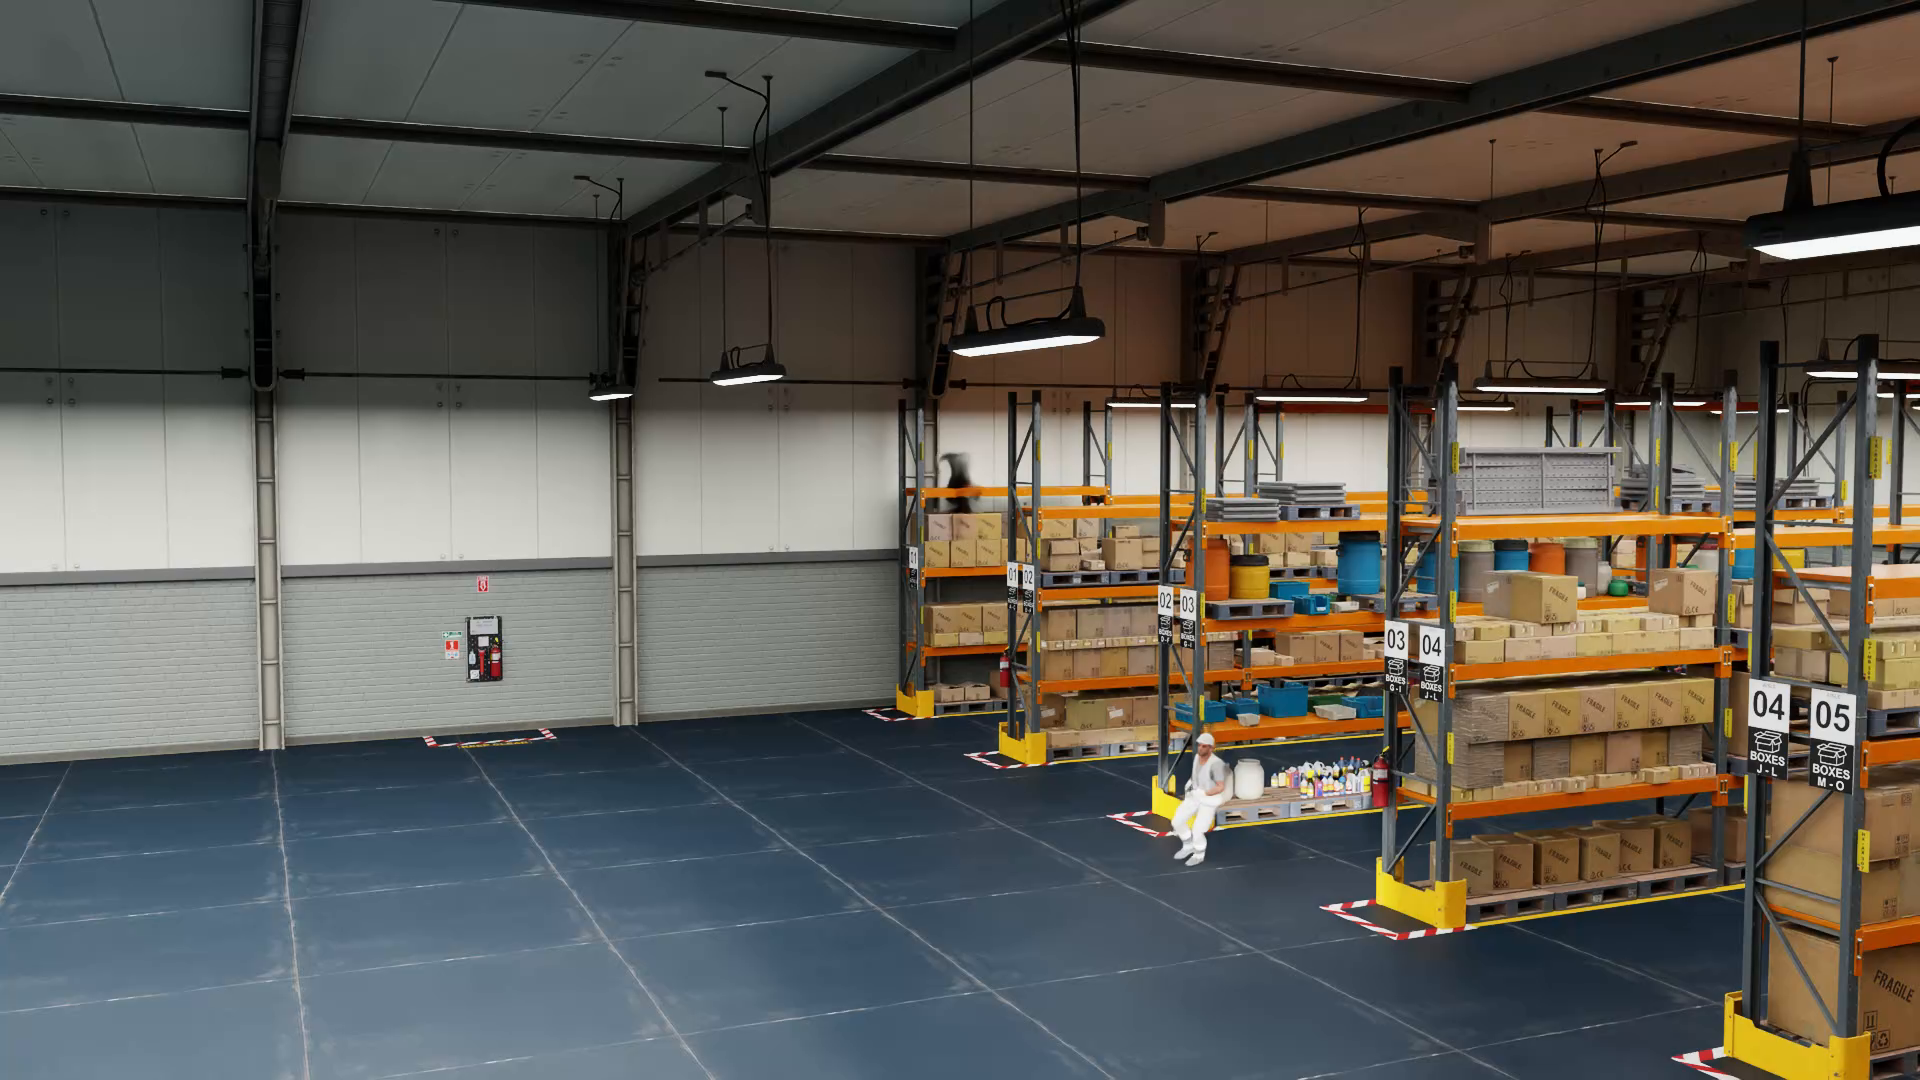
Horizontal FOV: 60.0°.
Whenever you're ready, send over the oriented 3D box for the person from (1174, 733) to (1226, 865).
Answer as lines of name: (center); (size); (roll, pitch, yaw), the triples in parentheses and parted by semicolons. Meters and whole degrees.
person: (2.874, 3.151, 20.097); (0.708, 1.688, 0.841); (-3, 5, -44)
